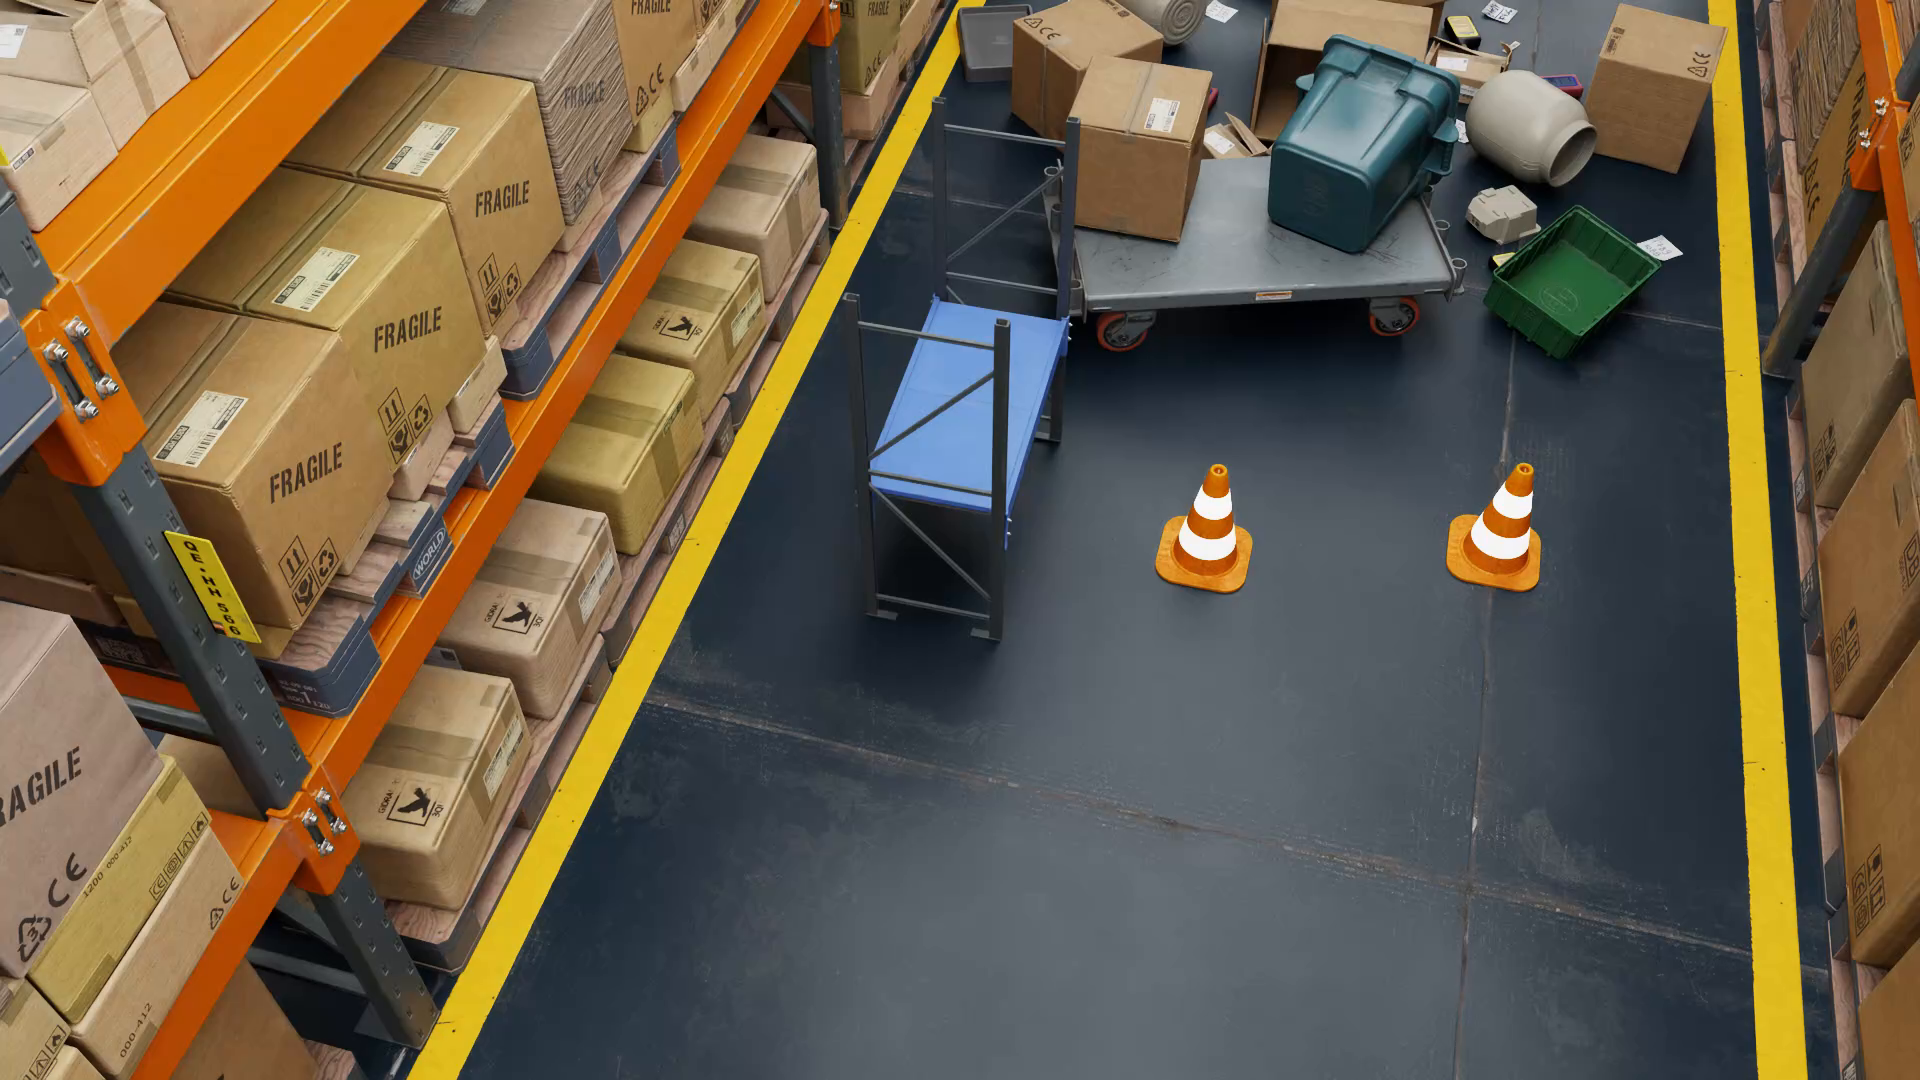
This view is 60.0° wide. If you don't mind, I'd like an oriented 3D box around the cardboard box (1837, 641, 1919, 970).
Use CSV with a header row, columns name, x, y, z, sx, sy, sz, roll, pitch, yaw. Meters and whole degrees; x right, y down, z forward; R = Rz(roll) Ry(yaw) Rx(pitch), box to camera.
name,x,y,z,sx,sy,sz,roll,pitch,yaw
cardboard box,3.220,0.830,4.738,1.050,0.750,0.750,12,50,11

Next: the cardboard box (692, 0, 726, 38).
name,x,y,z,sx,sy,sz,roll,pitch,yaw
cardboard box,-1.033,-2.049,5.513,0.500,0.500,0.500,12,50,10

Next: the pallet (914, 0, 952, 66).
name,x,y,z,sx,sy,sz,roll,pitch,yaw
pallet,-0.541,-2.972,8.733,1.003,0.211,1.213,12,50,10

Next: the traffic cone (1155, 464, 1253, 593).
name,x,y,z,sx,sy,sz,roll,pitch,yaw
traffic cone,0.910,-0.097,6.027,0.336,0.463,0.334,12,50,10

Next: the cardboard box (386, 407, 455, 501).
name,x,y,z,sx,sy,sz,roll,pitch,yaw
cardboard box,-1.568,-0.265,4.370,0.380,0.149,0.250,9,49,8

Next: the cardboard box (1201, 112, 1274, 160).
name,x,y,z,sx,sy,sz,roll,pitch,yaw
cardboard box,1.282,-1.778,7.642,0.258,0.266,0.396,-19,51,-16

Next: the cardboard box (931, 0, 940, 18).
name,x,y,z,sx,sy,sz,roll,pitch,yaw
cardboard box,-0.321,-2.892,8.356,0.500,0.250,0.500,11,49,10

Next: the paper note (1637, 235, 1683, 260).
name,x,y,z,sx,sy,sz,roll,pitch,yaw
paper note,3.102,-1.296,7.373,0.147,0.020,0.142,-19,51,-16

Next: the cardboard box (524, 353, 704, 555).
name,x,y,z,sx,sy,sz,roll,pitch,yaw
cardboard box,-1.506,-0.383,6.060,0.950,0.372,0.625,13,50,11

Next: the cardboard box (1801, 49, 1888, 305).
name,x,y,z,sx,sy,sz,roll,pitch,yaw
cardboard box,4.032,-1.490,6.702,0.875,0.875,0.875,12,50,11

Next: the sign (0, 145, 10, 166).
name,x,y,z,sx,sy,sz,roll,pitch,yaw
sign,-1.523,-0.698,2.467,0.100,0.325,0.005,12,50,10

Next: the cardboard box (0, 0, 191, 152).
name,x,y,z,sx,sy,sz,roll,pitch,yaw
cardboard box,-1.742,-0.951,3.178,0.396,0.266,0.258,12,50,10

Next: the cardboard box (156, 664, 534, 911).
name,x,y,z,sx,sy,sz,roll,pitch,yaw
cardboard box,-1.898,0.700,5.104,0.950,0.372,0.625,9,49,7

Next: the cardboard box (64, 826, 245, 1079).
name,x,y,z,sx,sy,sz,roll,pitch,yaw
cardboard box,-1.939,0.843,3.606,0.500,0.250,0.500,10,49,9

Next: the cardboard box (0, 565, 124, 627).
name,x,y,z,sx,sy,sz,roll,pitch,yaw
cardboard box,-2.197,0.037,4.104,0.380,0.149,0.250,13,50,11

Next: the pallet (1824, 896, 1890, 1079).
name,x,y,z,sx,sy,sz,roll,pitch,yaw
pallet,3.026,1.647,4.655,1.003,0.211,1.213,12,50,10

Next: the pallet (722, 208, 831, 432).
name,x,y,z,sx,sy,sz,roll,pitch,yaw
pallet,-1.207,-1.031,7.019,1.003,0.211,1.213,12,50,10

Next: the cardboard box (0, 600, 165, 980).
name,x,y,z,sx,sy,sz,roll,pitch,yaw
cardboard box,-1.940,0.438,3.129,0.500,0.500,0.500,10,49,9

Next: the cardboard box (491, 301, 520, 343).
name,x,y,z,sx,sy,sz,roll,pitch,yaw
cardboard box,-1.487,-0.649,4.710,0.380,0.149,0.250,14,50,12

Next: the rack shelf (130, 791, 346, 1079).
name,x,y,z,sx,sy,sz,roll,pitch,yaw
rack shelf,-2.582,2.061,2.910,1.077,0.370,4.000,12,50,10

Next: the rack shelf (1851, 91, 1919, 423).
name,x,y,z,sx,sy,sz,roll,pitch,yaw
rack shelf,3.273,0.071,4.666,1.077,0.370,4.000,12,50,10

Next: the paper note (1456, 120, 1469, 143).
name,x,y,z,sx,sy,sz,roll,pitch,yaw
paper note,2.391,-1.972,7.975,0.172,0.023,0.155,28,54,22

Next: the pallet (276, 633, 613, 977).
name,x,y,z,sx,sy,sz,roll,pitch,yaw
pallet,-1.849,0.734,5.461,1.003,0.211,1.213,12,50,10

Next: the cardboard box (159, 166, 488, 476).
name,x,y,z,sx,sy,sz,roll,pitch,yaw
cardboard box,-1.584,-0.552,4.192,0.500,0.500,0.500,14,50,12

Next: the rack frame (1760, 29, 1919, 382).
name,x,y,z,sx,sy,sz,roll,pitch,yaw
rack frame,3.799,-1.613,5.673,1.000,3.000,0.127,12,50,10

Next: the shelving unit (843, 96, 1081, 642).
name,x,y,z,sx,sy,sz,roll,pitch,yaw
shelving unit,0.029,-0.556,5.731,0.538,1.500,1.048,11,50,9

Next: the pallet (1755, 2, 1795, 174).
name,x,y,z,sx,sy,sz,roll,pitch,yaw
pallet,4.394,-2.110,7.972,1.003,0.211,1.213,12,50,10

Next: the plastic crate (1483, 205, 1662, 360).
name,x,y,z,sx,sy,sz,roll,pitch,yaw
plastic crate,2.581,-1.086,7.045,0.662,0.188,0.450,-37,68,-28

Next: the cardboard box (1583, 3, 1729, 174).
name,x,y,z,sx,sy,sz,roll,pitch,yaw
cardboard box,3.218,-2.112,7.779,0.500,0.500,0.500,19,51,16

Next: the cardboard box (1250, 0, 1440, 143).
name,x,y,z,sx,sy,sz,roll,pitch,yaw
cardboard box,1.792,-2.181,7.749,0.797,0.637,0.503,12,50,10

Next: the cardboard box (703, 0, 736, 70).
name,x,y,z,sx,sy,sz,roll,pitch,yaw
cardboard box,-0.992,-1.765,5.695,0.380,0.149,0.250,11,49,9

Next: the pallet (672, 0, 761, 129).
name,x,y,z,sx,sy,sz,roll,pitch,yaw
pallet,-1.345,-1.930,6.080,1.003,0.211,1.213,12,50,10

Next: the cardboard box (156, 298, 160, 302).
name,x,y,z,sx,sy,sz,roll,pitch,yaw
cardboard box,-2.079,-0.654,4.281,0.500,0.500,0.500,11,49,9

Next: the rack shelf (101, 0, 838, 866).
name,x,y,z,sx,sy,sz,roll,pitch,yaw
rack shelf,-1.529,-0.832,5.464,1.077,0.370,4.000,12,50,10

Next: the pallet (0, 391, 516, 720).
name,x,y,z,sx,sy,sz,roll,pitch,yaw
pallet,-1.971,-0.097,4.463,1.213,0.211,1.003,12,50,10

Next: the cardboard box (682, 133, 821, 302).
name,x,y,z,sx,sy,sz,roll,pitch,yaw
cardboard box,-1.139,-1.407,6.963,0.950,0.372,0.625,12,50,11

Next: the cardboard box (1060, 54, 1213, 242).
name,x,y,z,sx,sy,sz,roll,pitch,yaw
cardboard box,0.722,-1.611,6.833,0.500,0.500,0.500,12,50,10

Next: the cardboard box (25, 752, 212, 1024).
name,x,y,z,sx,sy,sz,roll,pitch,yaw
cardboard box,-1.938,0.661,3.433,0.500,0.250,0.500,11,50,10

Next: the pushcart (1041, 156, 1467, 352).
name,x,y,z,sx,sy,sz,roll,pitch,yaw
pushcart,1.210,-1.236,7.089,1.648,0.377,0.936,-4,49,-3

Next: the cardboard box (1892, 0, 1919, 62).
name,x,y,z,sx,sy,sz,roll,pitch,yaw
cardboard box,3.885,-1.932,5.855,0.875,0.550,0.550,12,50,10

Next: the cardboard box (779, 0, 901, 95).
name,x,y,z,sx,sy,sz,roll,pitch,yaw
cardboard box,-0.587,-2.368,7.393,0.500,0.500,0.500,14,50,12

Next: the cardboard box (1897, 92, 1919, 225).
name,x,y,z,sx,sy,sz,roll,pitch,yaw
cardboard box,3.401,-1.319,5.347,0.500,0.500,0.500,12,50,10

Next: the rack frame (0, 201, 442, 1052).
name,x,y,z,sx,sy,sz,roll,pitch,yaw
rack frame,-2.056,0.376,3.917,1.000,3.000,0.127,12,50,10

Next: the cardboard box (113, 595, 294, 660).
name,x,y,z,sx,sy,sz,roll,pitch,yaw
cardboard box,-1.791,0.122,4.029,0.380,0.149,0.250,9,49,8

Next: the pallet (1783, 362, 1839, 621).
name,x,y,z,sx,sy,sz,roll,pitch,yaw
pallet,3.669,-0.118,6.213,1.003,0.211,1.213,12,50,10

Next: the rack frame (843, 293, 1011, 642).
name,x,y,z,sx,sy,sz,roll,pitch,yaw
rack frame,-0.096,-0.182,5.410,0.500,1.500,0.032,11,50,9

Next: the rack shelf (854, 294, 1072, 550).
name,x,y,z,sx,sy,sz,roll,pitch,yaw
rack shelf,0.029,-0.439,5.868,0.538,0.185,1.000,11,50,9

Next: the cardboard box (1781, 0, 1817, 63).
name,x,y,z,sx,sy,sz,roll,pitch,yaw
cardboard box,4.507,-2.802,7.860,0.875,0.875,0.875,11,49,9

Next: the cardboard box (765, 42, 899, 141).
name,x,y,z,sx,sy,sz,roll,pitch,yaw
cardboard box,-0.587,-2.120,7.674,0.500,0.250,0.500,10,49,8

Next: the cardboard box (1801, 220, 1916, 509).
name,x,y,z,sx,sy,sz,roll,pitch,yaw
cardboard box,3.722,-0.541,5.947,1.050,0.750,0.750,11,50,10

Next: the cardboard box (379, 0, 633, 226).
name,x,y,z,sx,sy,sz,roll,pitch,yaw
cardboard box,-1.311,-1.298,4.850,0.500,0.500,0.500,10,49,9

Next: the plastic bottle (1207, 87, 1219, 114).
name,x,y,z,sx,sy,sz,roll,pitch,yaw
plastic bottle,1.146,-2.108,8.070,0.133,0.061,0.283,19,51,16

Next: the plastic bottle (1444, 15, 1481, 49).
name,x,y,z,sx,sy,sz,roll,pitch,yaw
plastic bottle,2.573,-2.575,8.482,0.133,0.061,0.283,-4,49,-3

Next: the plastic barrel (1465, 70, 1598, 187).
name,x,y,z,sx,sy,sz,roll,pitch,yaw
plastic barrel,2.618,-1.884,7.631,0.421,0.421,0.512,-27,54,-22

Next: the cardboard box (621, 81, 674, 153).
name,x,y,z,sx,sy,sz,roll,pitch,yaw
cardboard box,-1.155,-1.411,5.382,0.380,0.149,0.250,12,50,10
